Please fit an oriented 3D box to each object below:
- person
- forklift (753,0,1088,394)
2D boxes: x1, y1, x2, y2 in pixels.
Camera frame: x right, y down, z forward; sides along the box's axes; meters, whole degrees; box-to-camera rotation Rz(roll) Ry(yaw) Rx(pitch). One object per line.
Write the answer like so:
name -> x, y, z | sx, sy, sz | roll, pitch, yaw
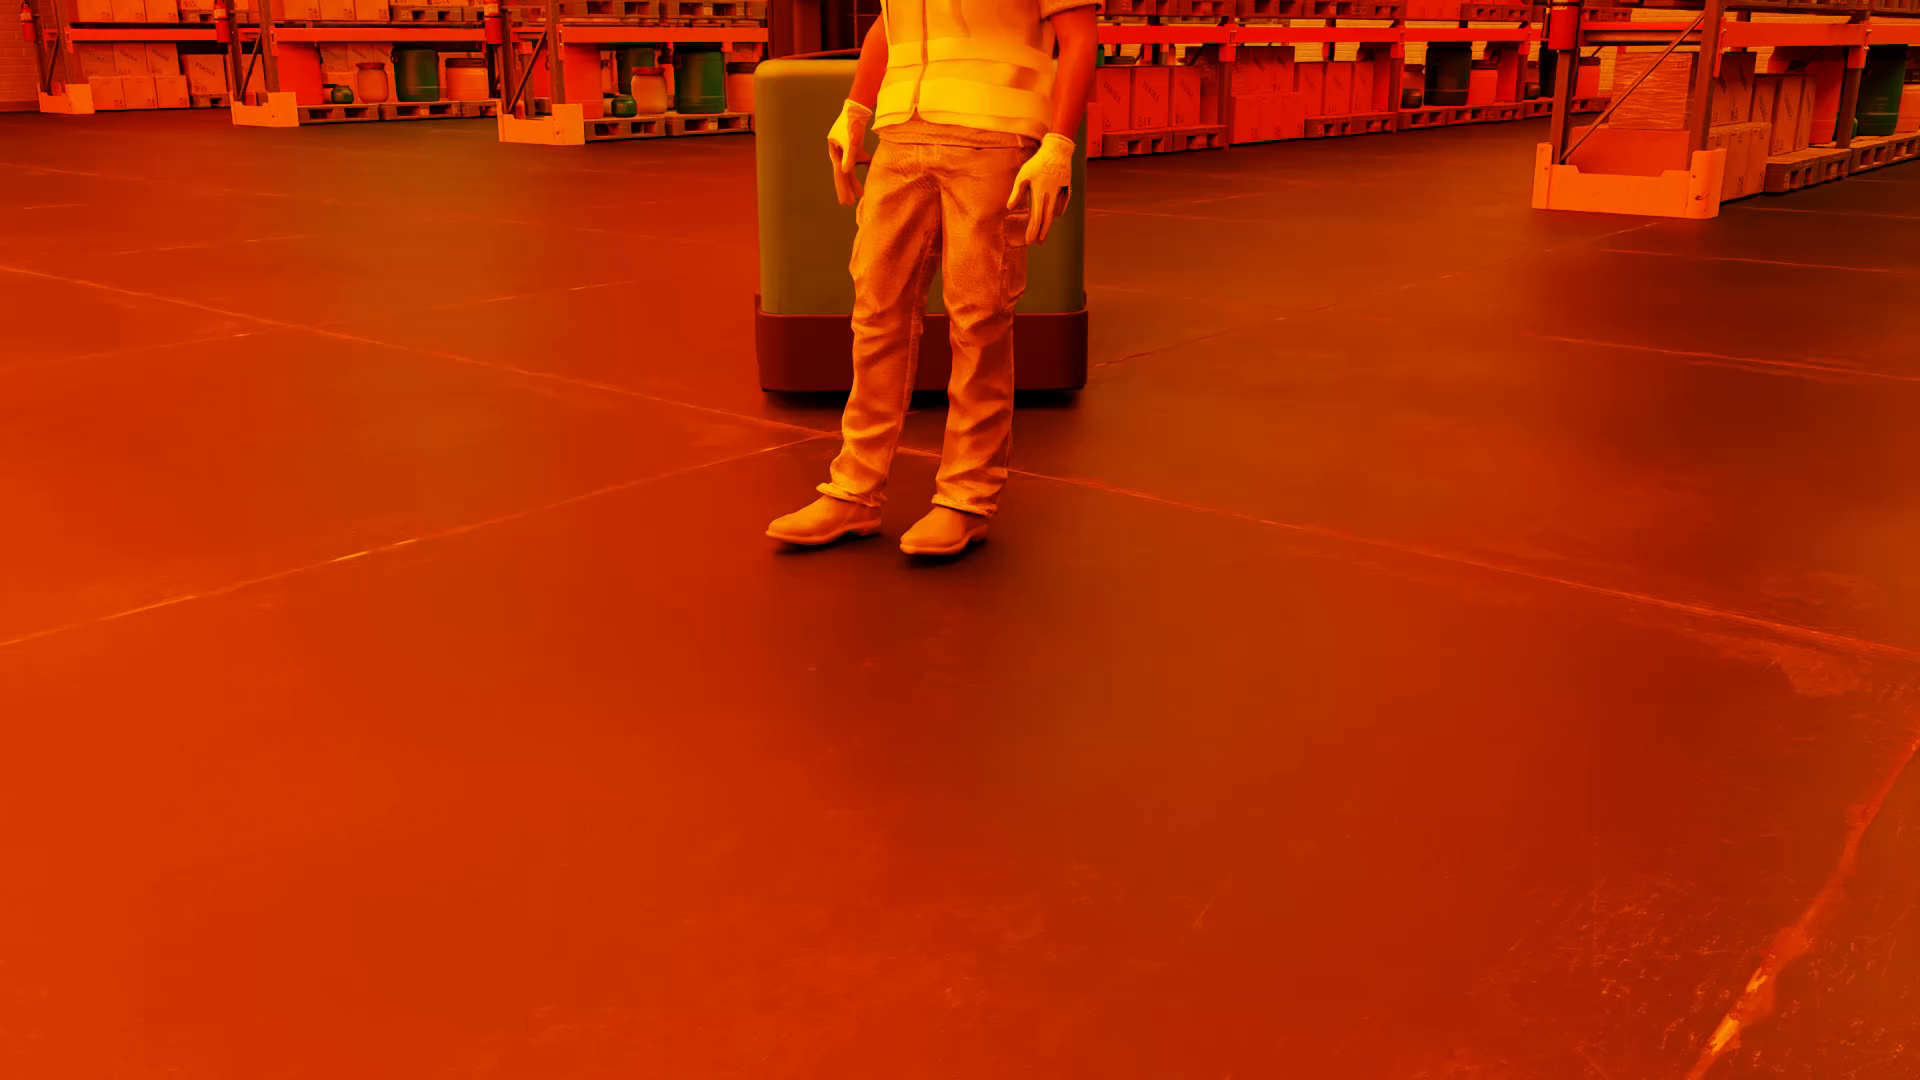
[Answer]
person -> -0.052, -0.845, 3.633 | 0.656, 1.781, 0.576 | 13, 21, 37
forklift -> -0.173, -2.245, 6.290 | 1.130, 2.935, 3.031 | -1, 17, -2
